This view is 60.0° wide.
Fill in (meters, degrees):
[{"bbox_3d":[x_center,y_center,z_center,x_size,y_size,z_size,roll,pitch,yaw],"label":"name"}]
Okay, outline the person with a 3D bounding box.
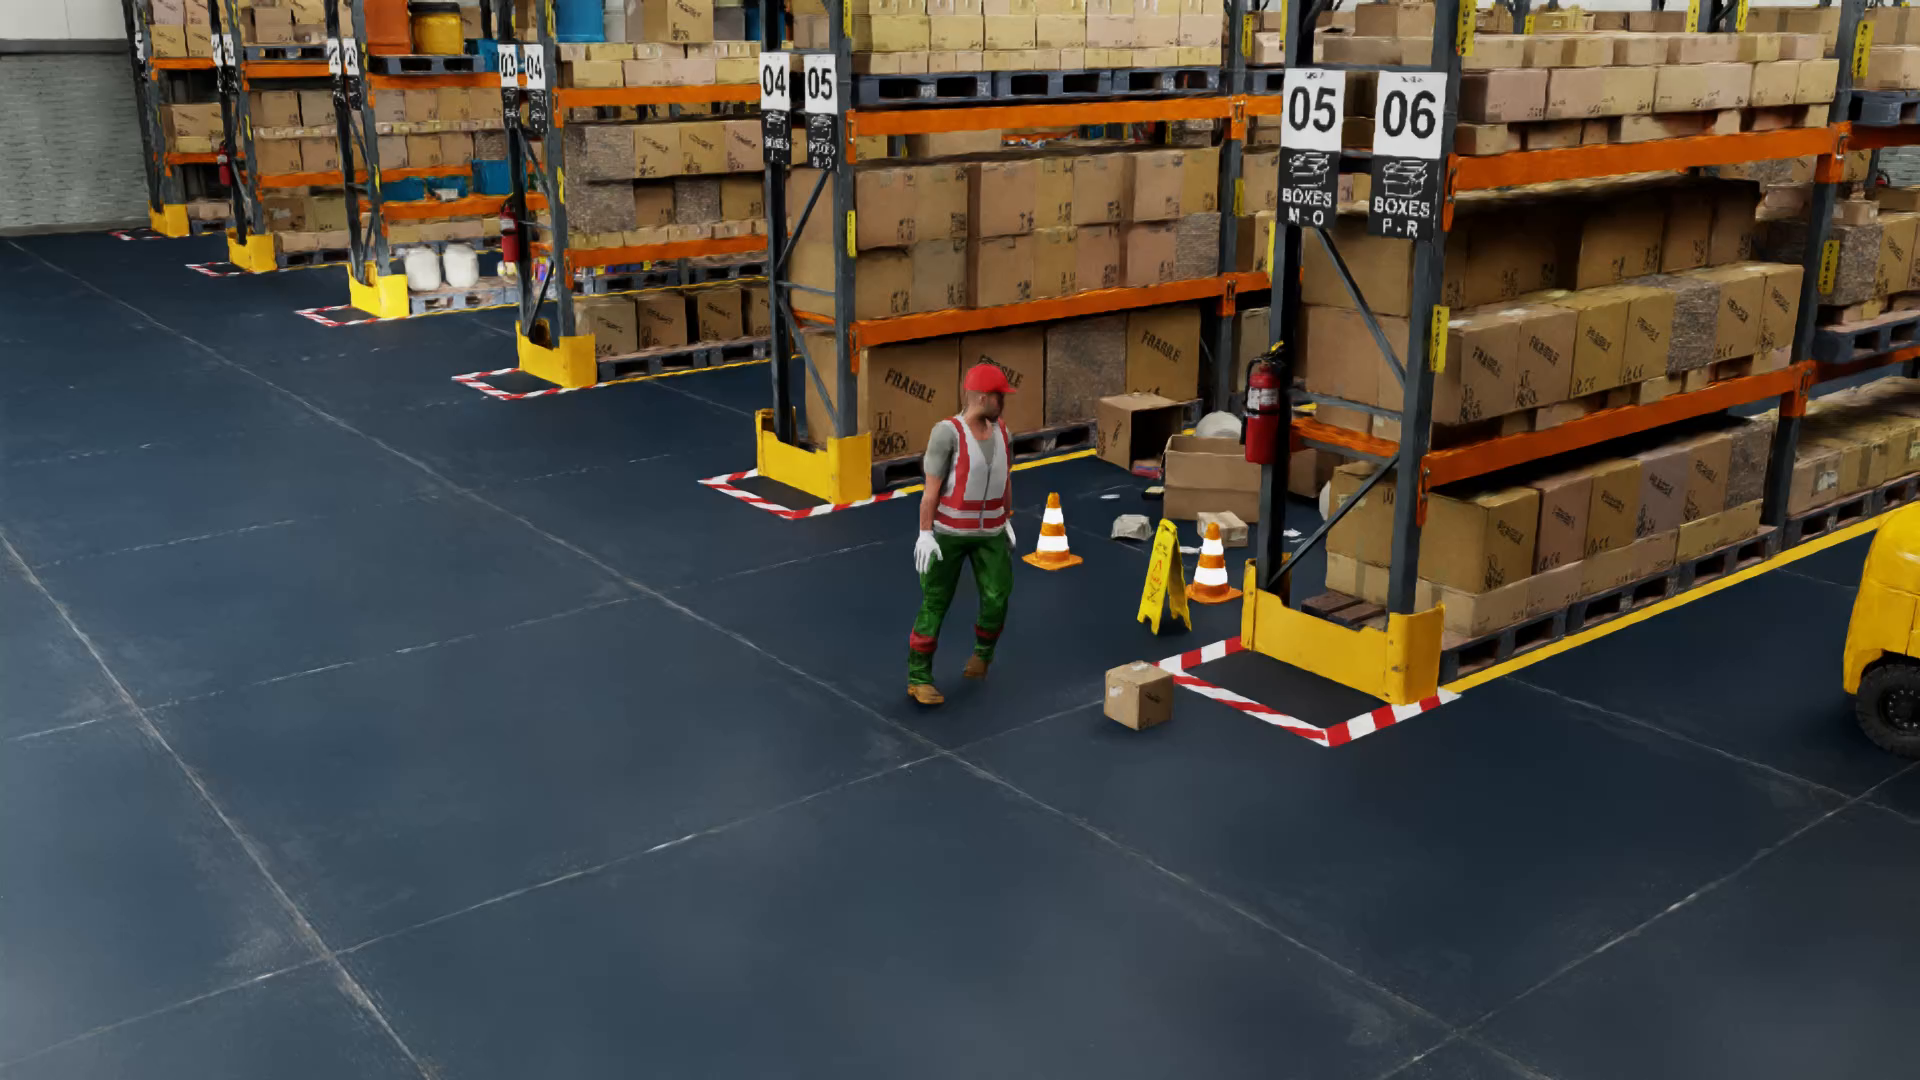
[{"bbox_3d":[0.023,-0.035,8.634,0.645,1.762,0.420,-8,19,-24],"label":"person"}]
